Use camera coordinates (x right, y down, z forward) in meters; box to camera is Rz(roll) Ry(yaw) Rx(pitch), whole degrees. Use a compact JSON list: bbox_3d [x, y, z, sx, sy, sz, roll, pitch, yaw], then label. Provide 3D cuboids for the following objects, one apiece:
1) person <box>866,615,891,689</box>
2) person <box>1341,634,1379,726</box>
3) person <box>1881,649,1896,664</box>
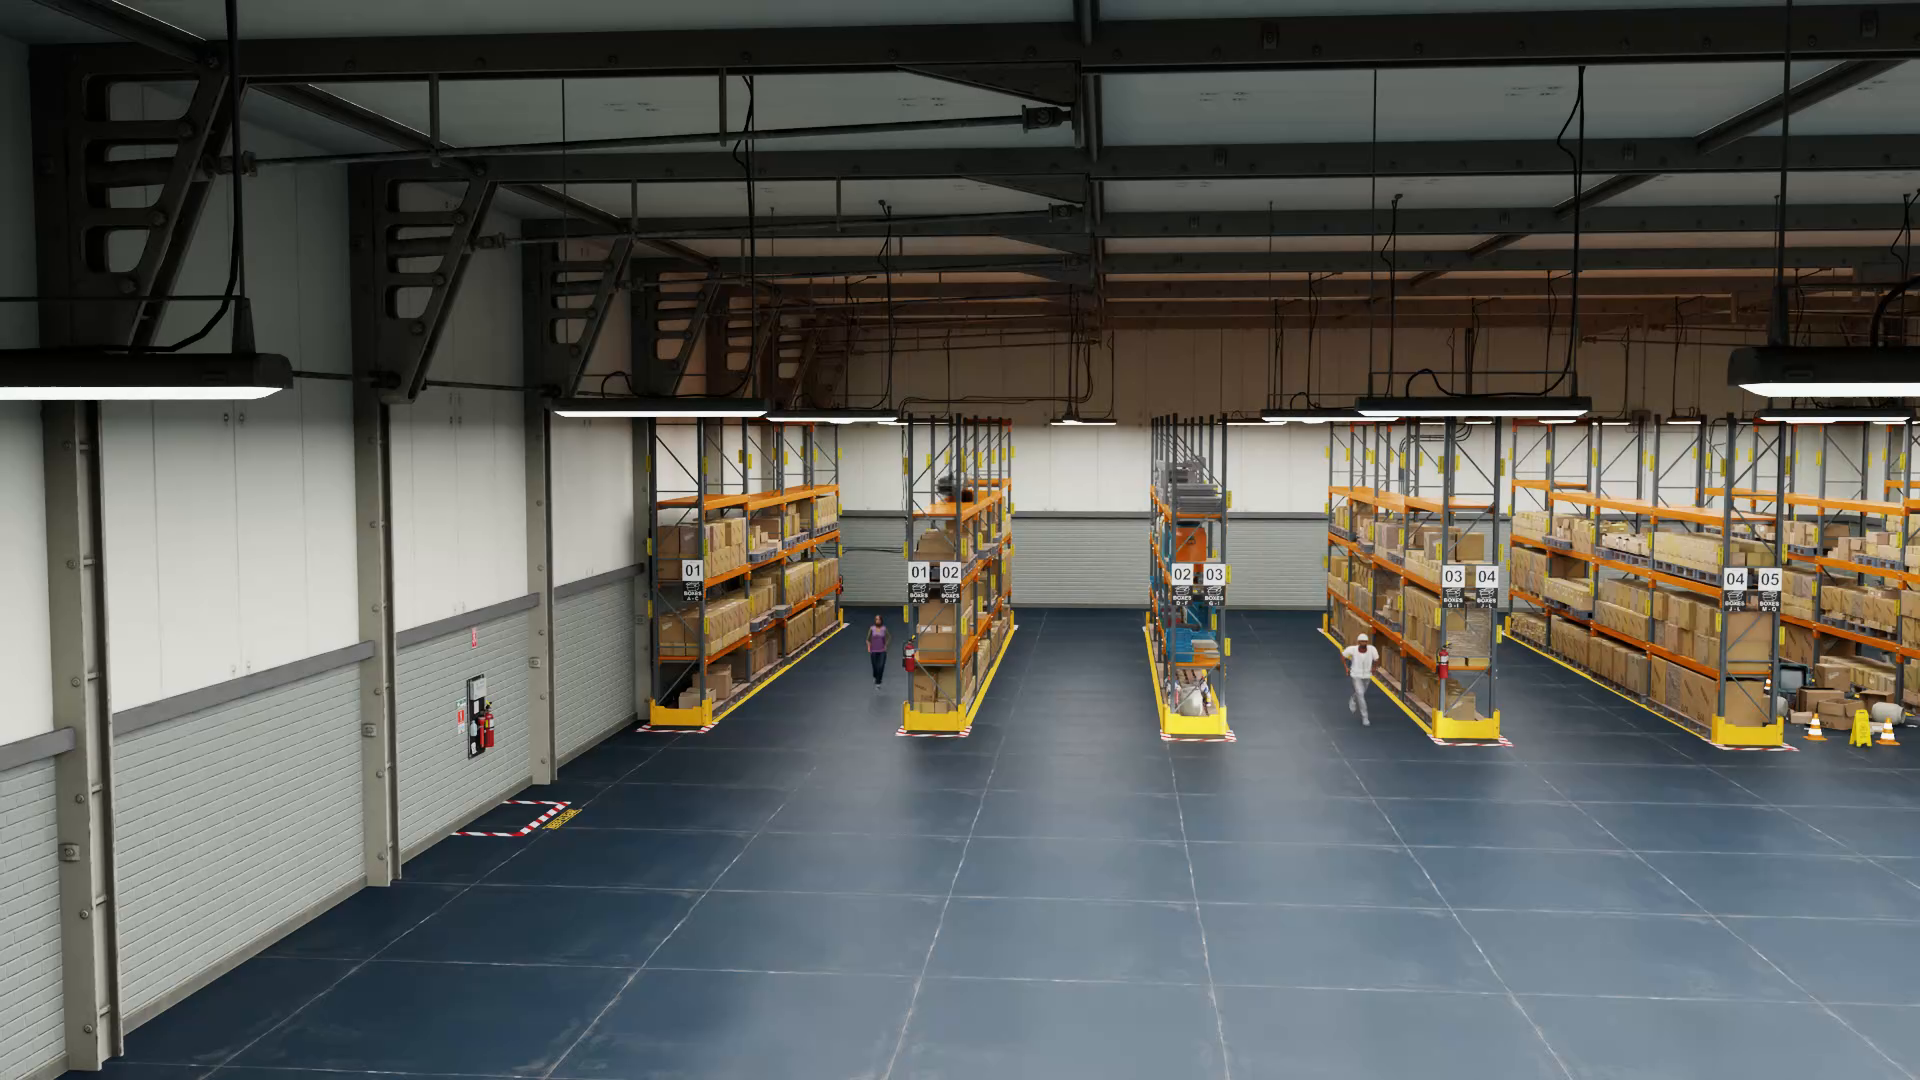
[{"bbox_3d":[-1.704,2.335,34.795,0.536,1.543,0.517,0,4,-5],"label":"person"},{"bbox_3d":[7.808,2.673,32.456,0.702,1.749,1.118,0,4,-7],"label":"person"},{"bbox_3d":[21.349,2.338,38.010,0.579,1.648,0.643,0,4,6],"label":"person"}]
